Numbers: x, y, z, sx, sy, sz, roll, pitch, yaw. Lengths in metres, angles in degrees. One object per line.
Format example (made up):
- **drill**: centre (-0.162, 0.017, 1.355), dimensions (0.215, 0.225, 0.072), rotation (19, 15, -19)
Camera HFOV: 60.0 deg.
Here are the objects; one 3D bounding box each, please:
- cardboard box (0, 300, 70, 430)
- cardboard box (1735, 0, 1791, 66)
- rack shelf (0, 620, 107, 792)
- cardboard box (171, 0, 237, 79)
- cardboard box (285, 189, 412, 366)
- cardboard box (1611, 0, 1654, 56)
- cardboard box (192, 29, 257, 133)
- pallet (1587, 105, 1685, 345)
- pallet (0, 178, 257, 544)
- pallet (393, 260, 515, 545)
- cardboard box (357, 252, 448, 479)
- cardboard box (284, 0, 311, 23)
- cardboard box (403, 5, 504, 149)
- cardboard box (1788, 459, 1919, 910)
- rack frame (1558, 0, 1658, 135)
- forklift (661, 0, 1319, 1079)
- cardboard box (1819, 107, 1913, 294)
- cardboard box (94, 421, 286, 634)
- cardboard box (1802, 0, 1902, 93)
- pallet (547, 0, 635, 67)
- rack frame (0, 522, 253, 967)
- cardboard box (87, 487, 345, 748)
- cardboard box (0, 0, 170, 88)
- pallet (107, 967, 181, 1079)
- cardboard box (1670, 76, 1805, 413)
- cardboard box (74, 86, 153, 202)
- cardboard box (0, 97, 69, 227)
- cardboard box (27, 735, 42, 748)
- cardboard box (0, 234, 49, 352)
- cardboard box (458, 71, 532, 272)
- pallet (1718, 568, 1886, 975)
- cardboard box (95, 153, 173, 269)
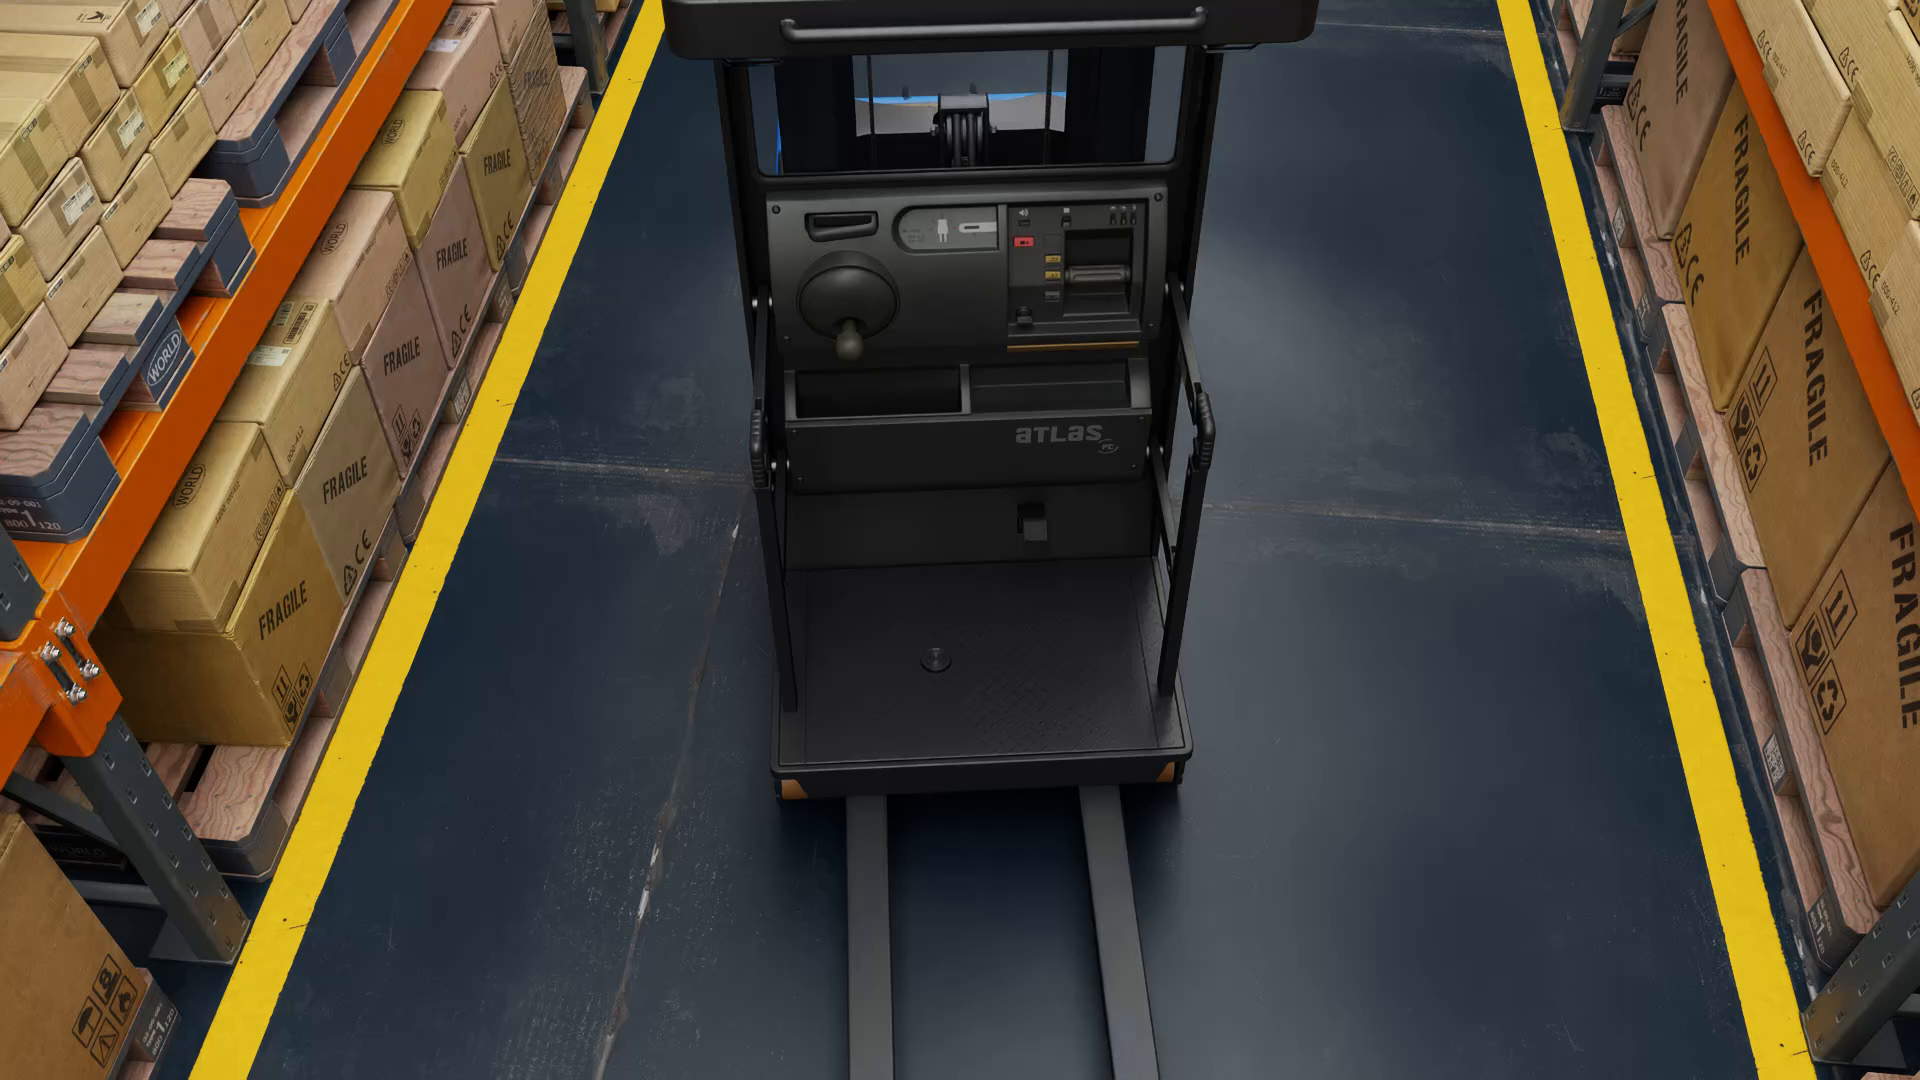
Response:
- **cardboard box**: centre (-2.106, -0.373, 3.444), dimensions (0.380, 0.149, 0.250), rotation (3, 48, 3)
- **cardboard box**: centre (2.544, -1.569, 4.754), dimensions (0.500, 0.250, 0.500), rotation (4, 48, 3)
- **rack shelf**: centre (-2.530, 1.712, 2.139), dimensions (1.077, 0.370, 4.000), rotation (4, 48, 4)
- **cardboard box**: centre (-2.014, -1.264, 4.057), dimensions (0.380, 0.149, 0.250), rotation (4, 48, 4)
- **cardboard box**: centre (-1.940, -0.778, 4.830), dimensions (0.500, 0.250, 0.500), rotation (4, 48, 4)
- **cardboard box**: centre (3.119, -2.412, 6.875), dimensions (0.875, 0.438, 0.875), rotation (3, 48, 3)
- **cardboard box**: centre (-2.013, -1.162, 4.166), dimensions (0.380, 0.149, 0.250), rotation (5, 48, 5)
- **pallet**: centre (2.960, -1.168, 6.175), dimensions (1.003, 0.211, 1.213), rotation (4, 48, 4)
- **pallet**: centre (-2.389, -0.467, 3.774), dimensions (1.213, 0.211, 1.003), rotation (4, 48, 4)
- **pallet**: centre (-2.162, -0.528, 5.590), dimensions (1.003, 0.211, 1.213), rotation (4, 48, 4)
- **cardboard box**: centre (-1.945, -0.548, 5.128), dimensions (0.500, 0.500, 0.500), rotation (3, 48, 3)
- **cardboard box**: centre (-1.962, -1.538, 4.510), dimensions (0.380, 0.149, 0.250), rotation (2, 48, 2)
- **cardboard box**: centre (-1.860, -1.550, 5.536), dimensions (0.500, 0.250, 0.500), rotation (6, 48, 5)
- **cardboard box**: centre (2.736, 0.331, 4.069), dimensions (0.875, 0.875, 0.875), rotation (3, 48, 3)
- **rack frame**: centre (2.955, -2.681, 5.670), dimensions (1.000, 3.000, 0.127), rotation (4, 48, 4)
- **forklift**: centre (0.034, -0.530, 3.749), dimensions (1.130, 2.935, 3.031), rotation (-2, 48, -2)
- **cardboard box**: centre (2.471, -0.826, 4.074), dimensions (0.500, 0.250, 0.500), rotation (3, 48, 3)
- **cardboard box**: centre (-2.044, -0.042, 4.157), dimensions (0.500, 0.250, 0.500), rotation (2, 48, 2)
- **cardboard box**: centre (2.498, -1.369, 4.232), dimensions (0.500, 0.250, 0.500), rotation (3, 48, 2)
- **pallet**: centre (-1.958, -2.495, 7.389), dimensions (1.003, 0.211, 1.213), rotation (4, 48, 4)
- **rack frame**: centre (-2.348, -0.001, 3.218), dimensions (1.000, 3.000, 0.127), rotation (4, 48, 4)
- **cardboard box**: centre (-2.030, 0.199, 4.445), dimensions (0.500, 0.500, 0.500), rotation (2, 48, 2)
- **cardboard box**: centre (-2.040, -1.157, 3.758), dimensions (0.380, 0.149, 0.250), rotation (2, 48, 2)
- **pallet**: centre (-2.495, 1.515, 3.721), dimensions (1.003, 0.211, 1.213), rotation (4, 48, 4)
- **cardboard box**: centre (2.904, -0.981, 5.269), dimensions (0.875, 0.875, 0.875), rotation (5, 48, 5)
- **cardboard box**: centre (-2.060, -0.895, 3.720), dimensions (0.380, 0.149, 0.250), rotation (3, 48, 2)
- **cardboard box**: centre (-2.091, -0.783, 3.415), dimensions (0.380, 0.149, 0.250), rotation (3, 48, 2)
- **cardboard box**: centre (-2.548, 0.200, 4.444), dimensions (0.500, 0.500, 0.500), rotation (4, 48, 3)
- **cardboard box**: centre (-2.104, -0.499, 3.358), dimensions (0.380, 0.149, 0.250), rotation (6, 48, 5)
- **cardboard box**: centre (-1.847, -1.300, 5.816), dimensions (0.500, 0.500, 0.500), rotation (3, 48, 3)
- **pallet**: centre (2.738, 0.625, 4.535), dimensions (1.003, 0.211, 1.213), rotation (4, 48, 4)
- **cardboard box**: centre (-2.058, -0.768, 3.805), dimensions (0.380, 0.149, 0.250), rotation (6, 48, 5)
